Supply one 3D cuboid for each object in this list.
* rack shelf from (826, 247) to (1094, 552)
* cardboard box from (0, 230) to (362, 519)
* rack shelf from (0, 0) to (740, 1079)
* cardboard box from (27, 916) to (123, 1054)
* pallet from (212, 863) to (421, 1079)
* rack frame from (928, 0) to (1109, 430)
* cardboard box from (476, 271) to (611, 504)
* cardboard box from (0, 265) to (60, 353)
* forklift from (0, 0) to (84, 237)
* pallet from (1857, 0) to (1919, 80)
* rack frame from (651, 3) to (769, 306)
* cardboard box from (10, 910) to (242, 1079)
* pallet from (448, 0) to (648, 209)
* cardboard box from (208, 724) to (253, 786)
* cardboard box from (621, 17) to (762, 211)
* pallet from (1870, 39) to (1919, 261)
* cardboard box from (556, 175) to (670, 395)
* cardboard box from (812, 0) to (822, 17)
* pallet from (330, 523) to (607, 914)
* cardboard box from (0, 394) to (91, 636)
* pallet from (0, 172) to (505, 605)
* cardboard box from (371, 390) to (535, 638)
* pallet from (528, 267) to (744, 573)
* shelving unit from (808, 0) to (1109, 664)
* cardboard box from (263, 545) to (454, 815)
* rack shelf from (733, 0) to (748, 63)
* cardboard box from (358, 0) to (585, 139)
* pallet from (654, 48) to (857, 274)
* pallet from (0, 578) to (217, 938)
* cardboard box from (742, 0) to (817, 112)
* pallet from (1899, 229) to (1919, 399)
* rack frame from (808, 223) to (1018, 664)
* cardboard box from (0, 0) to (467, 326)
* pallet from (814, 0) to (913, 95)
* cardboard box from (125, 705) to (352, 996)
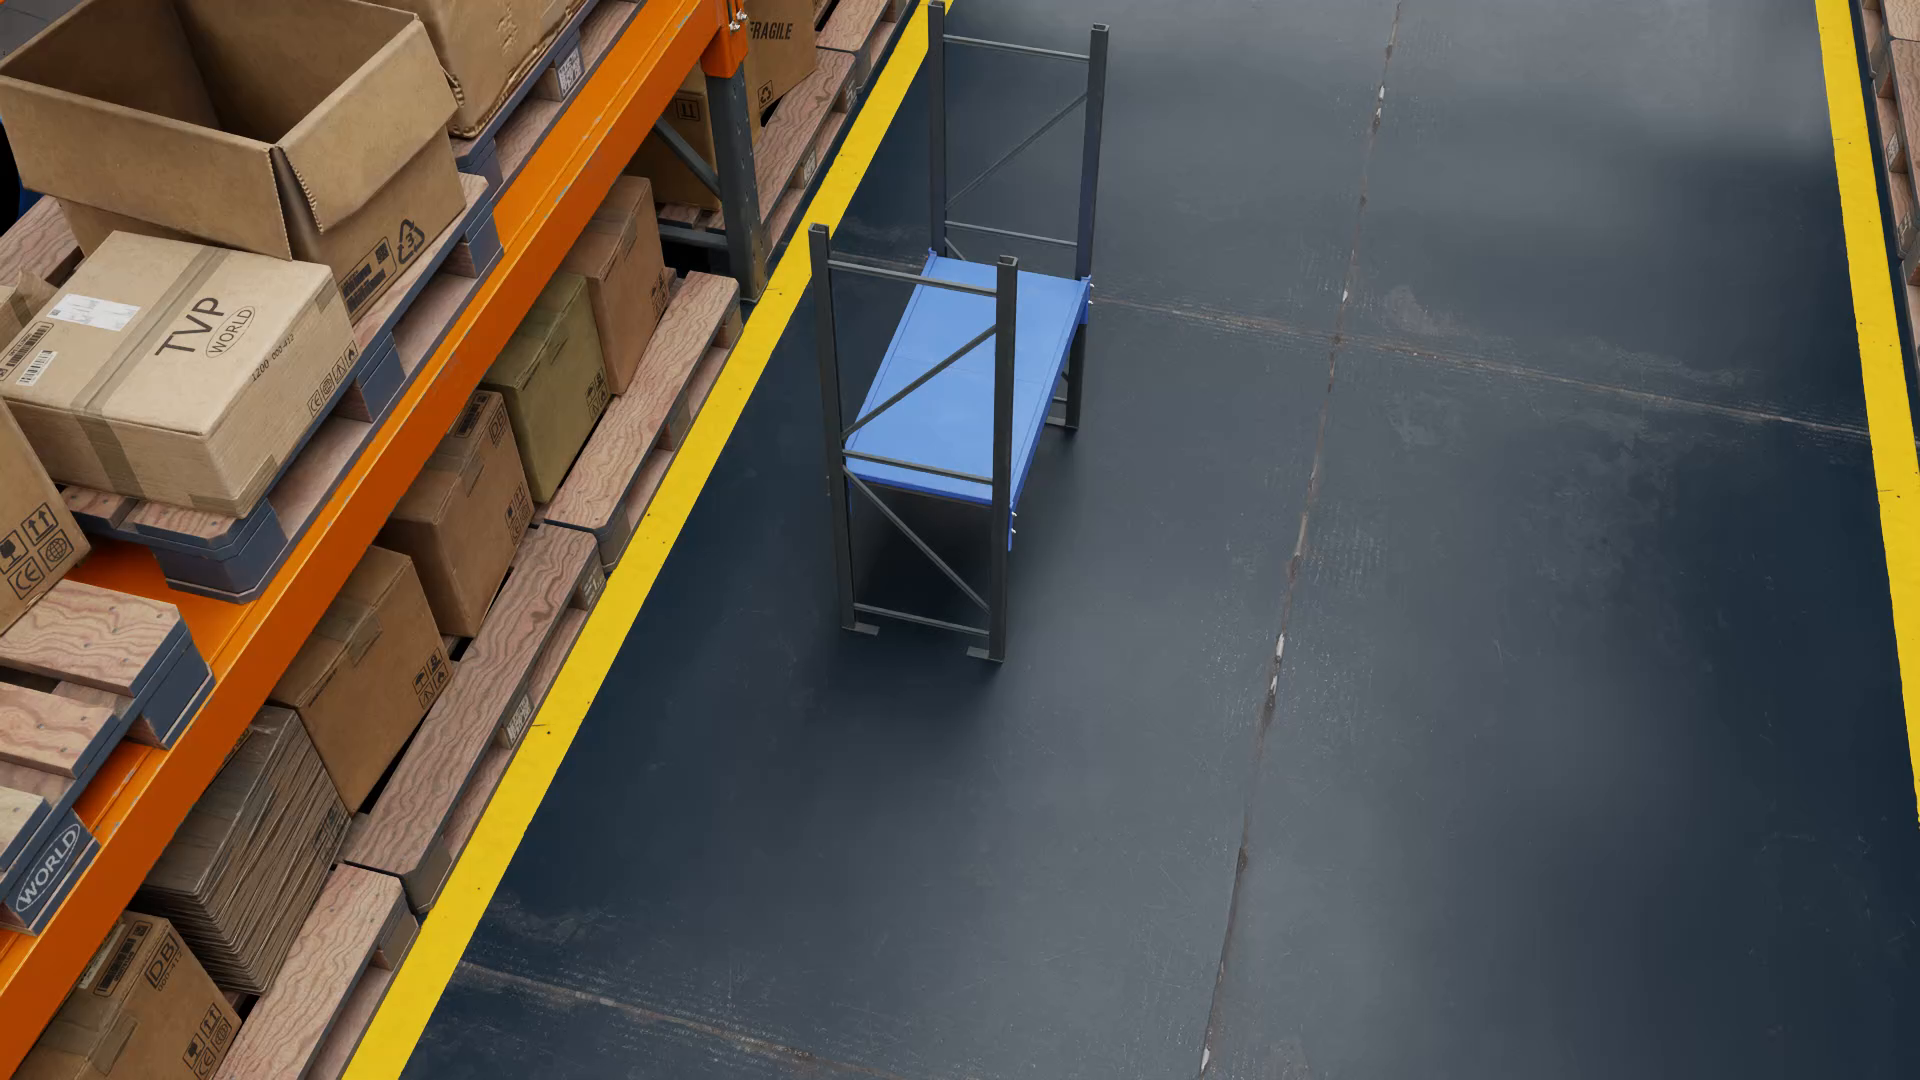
[{"bbox_3d":[0.022,-0.439,4.877,0.538,0.185,1.000,12,50,10],"label":"rack shelf"},{"bbox_3d":[-1.588,-0.344,3.373,0.500,0.250,0.500,10,49,9],"label":"cardboard box"},{"bbox_3d":[-1.724,-0.297,3.991,1.077,0.370,4.000,12,50,10],"label":"rack shelf"},{"bbox_3d":[-2.103,0.855,3.369,0.500,0.250,0.500,13,50,12],"label":"cardboard box"},{"bbox_3d":[-2.044,1.270,3.989,1.003,0.211,1.213,12,50,10],"label":"pallet"},{"bbox_3d":[0.156,-0.926,5.067,0.500,1.500,0.032,12,50,10],"label":"rack frame"},{"bbox_3d":[-1.524,-0.519,5.081,0.700,0.500,0.500,11,50,10],"label":"cardboard box"},{"bbox_3d":[-2.072,-0.442,3.449,0.396,0.266,0.258,10,49,9],"label":"cardboard box"},{"bbox_3d":[-3.509,-1.119,4.283,1.130,2.935,3.031,14,50,12],"label":"forklift"},{"bbox_3d":[4.439,-2.324,7.160,1.003,0.211,1.213,12,50,10],"label":"pallet"},{"bbox_3d":[-1.198,-1.981,4.998,1.000,3.000,0.127,12,50,10],"label":"rack frame"},{"bbox_3d":[-2.094,1.105,3.648,0.700,0.500,0.500,9,49,8],"label":"cardboard box"},{"bbox_3d":[-1.540,-1.394,4.607,1.003,0.211,1.213,12,50,10],"label":"pallet"},{"bbox_3d":[-1.974,0.469,3.709,0.500,0.250,0.500,17,51,14],"label":"cardboard box"},{"bbox_3d":[-1.054,-1.575,6.026,0.500,0.500,0.500,10,49,9],"label":"cardboard box"},{"bbox_3d":[4.116,-1.444,6.384,1.003,0.211,1.213,12,50,10],"label":"pallet"},{"bbox_3d":[-1.380,-0.860,5.382,0.700,0.500,0.500,8,49,7],"label":"cardboard box"},{"bbox_3d":[-0.823,-2.455,6.803,0.500,0.500,0.500,8,49,7],"label":"cardboard box"},{"bbox_3d":[-1.721,0.390,4.765,1.003,0.211,1.213,12,50,10],"label":"pallet"},{"bbox_3d":[-2.097,-0.082,2.975,0.700,0.500,0.500,18,51,16],"label":"cardboard box"},{"bbox_3d":[-1.769,-0.465,3.787,1.003,0.211,1.213,12,50,10],"label":"pallet"},{"bbox_3d":[-1.671,-0.114,4.724,0.700,0.500,0.500,8,49,7],"label":"cardboard box"},{"bbox_3d":[-1.402,-0.495,5.546,1.003,0.211,1.213,12,50,10],"label":"pallet"},{"bbox_3d":[0.022,-0.558,4.742,0.538,1.500,1.048,12,50,10],"label":"shelving unit"},{"bbox_3d":[-1.818,0.290,4.367,0.700,0.500,0.500,15,50,13],"label":"cardboard box"},{"bbox_3d":[-0.672,-3.190,6.545,1.077,0.370,4.000,12,50,10],"label":"rack shelf"},{"bbox_3d":[-1.542,-1.772,4.133,1.000,1.000,1.000,12,50,10],"label":"cardboard box"},{"bbox_3d":[-1.055,-1.551,6.478,1.003,0.211,1.213,12,50,10],"label":"pallet"},{"bbox_3d":[-2.166,0.439,2.990,1.213,0.211,1.003,12,50,10],"label":"pallet"},{"bbox_3d":[-0.911,-1.990,6.393,0.500,0.500,0.500,27,54,22],"label":"cardboard box"},{"bbox_3d":[3.797,-0.559,5.602,1.003,0.211,1.213,12,50,10],"label":"pallet"},{"bbox_3d":[-0.111,-0.190,4.418,0.500,1.500,0.032,12,50,10],"label":"rack frame"},{"bbox_3d":[-1.565,-0.882,3.679,0.797,0.503,0.637,16,51,14],"label":"cardboard box"},{"bbox_3d":[-0.736,-2.437,7.260,1.003,0.211,1.213,12,50,10],"label":"pallet"},{"bbox_3d":[-1.960,0.701,4.004,0.700,0.500,0.500,8,49,7],"label":"cardboard box"}]
